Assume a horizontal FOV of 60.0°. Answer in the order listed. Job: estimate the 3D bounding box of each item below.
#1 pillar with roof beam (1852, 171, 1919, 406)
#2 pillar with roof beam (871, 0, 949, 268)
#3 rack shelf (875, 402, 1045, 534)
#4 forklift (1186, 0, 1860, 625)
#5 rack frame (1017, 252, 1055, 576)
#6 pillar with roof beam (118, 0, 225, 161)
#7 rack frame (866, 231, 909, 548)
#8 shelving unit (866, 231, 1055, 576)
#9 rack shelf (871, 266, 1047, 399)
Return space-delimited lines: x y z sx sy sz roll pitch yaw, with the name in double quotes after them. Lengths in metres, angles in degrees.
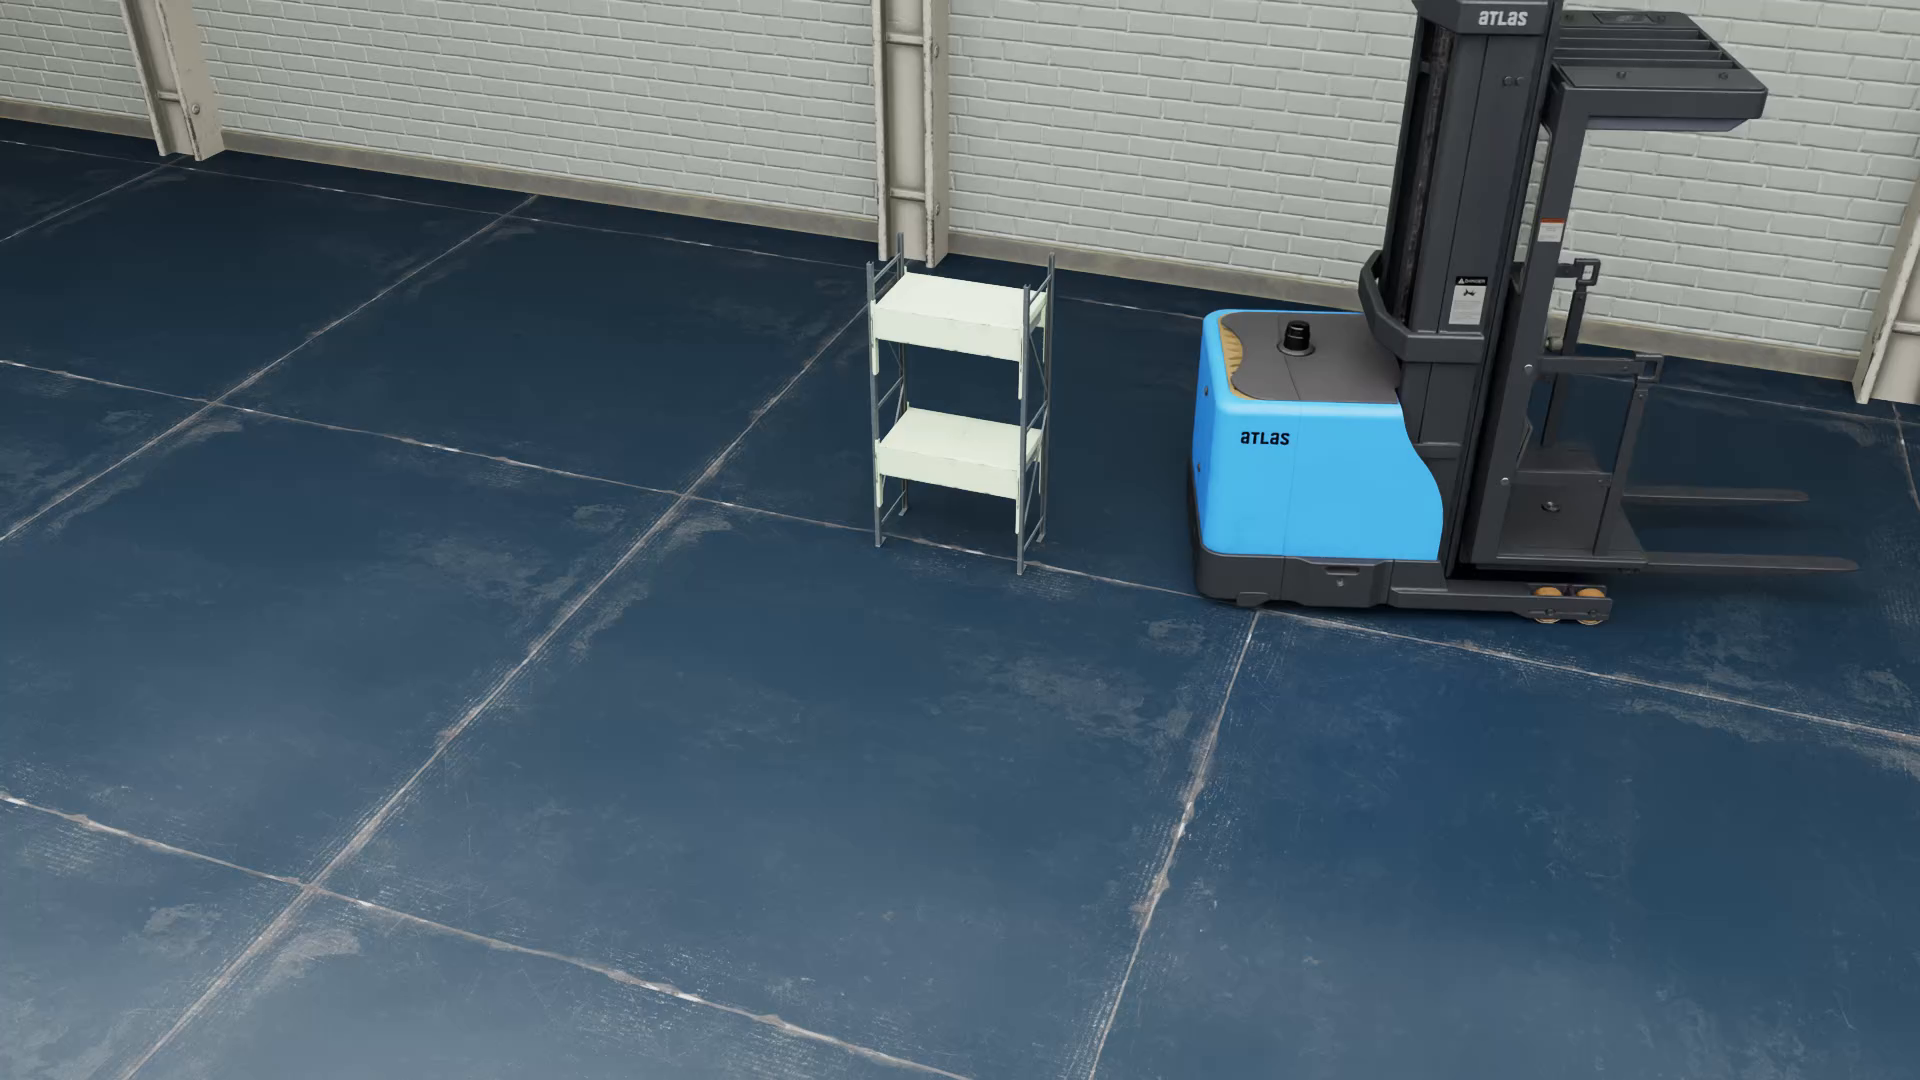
3.886 -2.407 3.681 0.400 9.000 9.100 11 34 16 "pillar with roof beam"
-1.762 -3.505 5.382 0.400 9.000 9.100 11 34 16 "pillar with roof beam"
0.006 -0.355 8.018 0.720 0.370 0.431 11 34 16 "rack shelf"
2.642 -1.140 7.313 3.031 2.935 1.130 2 33 3 "forklift"
0.351 -0.562 7.738 0.023 1.500 0.400 11 34 16 "rack frame"
-7.410 -4.603 7.083 0.400 9.000 9.100 11 34 16 "pillar with roof beam"
-0.338 -0.696 7.945 0.023 1.500 0.400 11 34 16 "rack frame"
0.006 -0.629 7.841 0.755 1.500 0.431 11 34 16 "shelving unit"
0.006 -0.957 7.630 0.720 0.370 0.431 11 34 16 "rack shelf"
